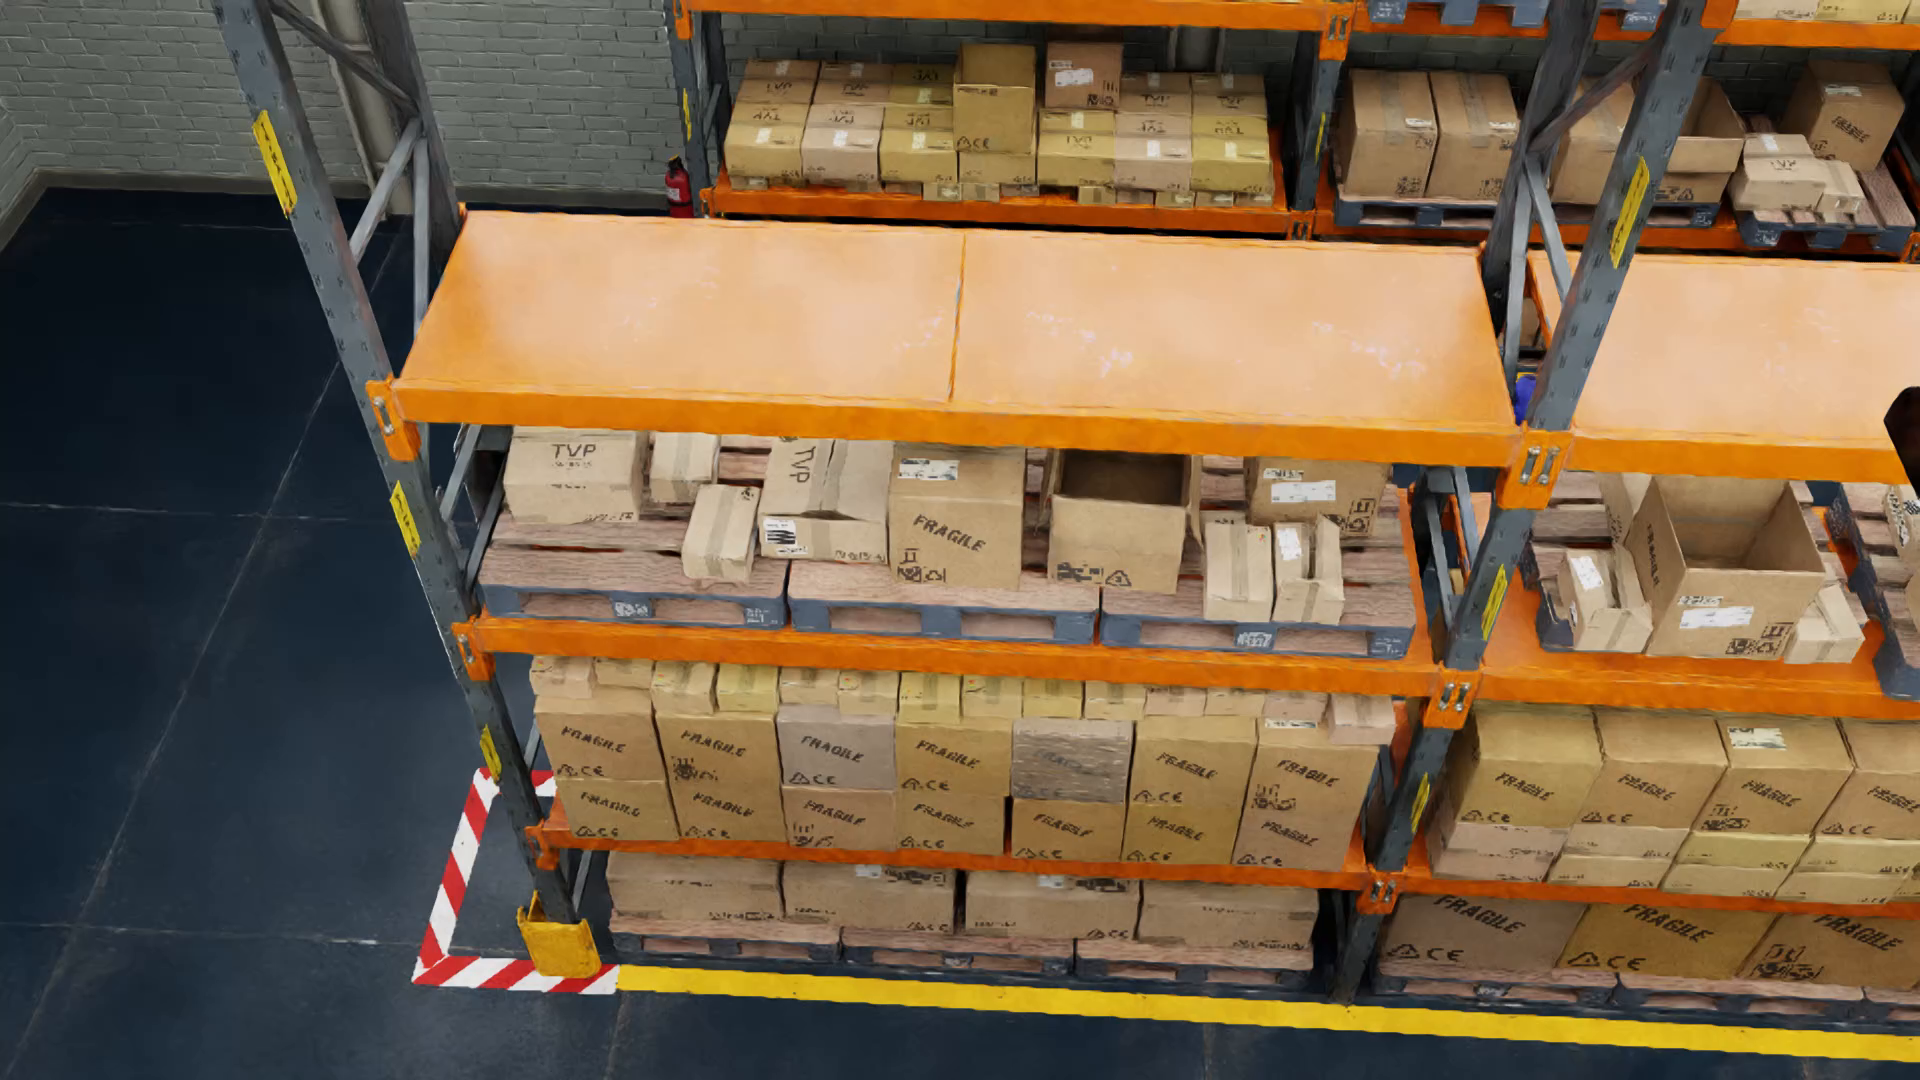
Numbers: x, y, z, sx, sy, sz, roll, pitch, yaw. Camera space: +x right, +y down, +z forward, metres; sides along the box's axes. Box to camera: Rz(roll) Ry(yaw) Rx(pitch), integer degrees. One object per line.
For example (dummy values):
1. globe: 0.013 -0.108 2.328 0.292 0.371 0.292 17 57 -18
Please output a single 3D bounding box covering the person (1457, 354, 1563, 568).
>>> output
1. person: 3.402 -0.496 10.059 0.572 1.650 0.558 21 51 18
